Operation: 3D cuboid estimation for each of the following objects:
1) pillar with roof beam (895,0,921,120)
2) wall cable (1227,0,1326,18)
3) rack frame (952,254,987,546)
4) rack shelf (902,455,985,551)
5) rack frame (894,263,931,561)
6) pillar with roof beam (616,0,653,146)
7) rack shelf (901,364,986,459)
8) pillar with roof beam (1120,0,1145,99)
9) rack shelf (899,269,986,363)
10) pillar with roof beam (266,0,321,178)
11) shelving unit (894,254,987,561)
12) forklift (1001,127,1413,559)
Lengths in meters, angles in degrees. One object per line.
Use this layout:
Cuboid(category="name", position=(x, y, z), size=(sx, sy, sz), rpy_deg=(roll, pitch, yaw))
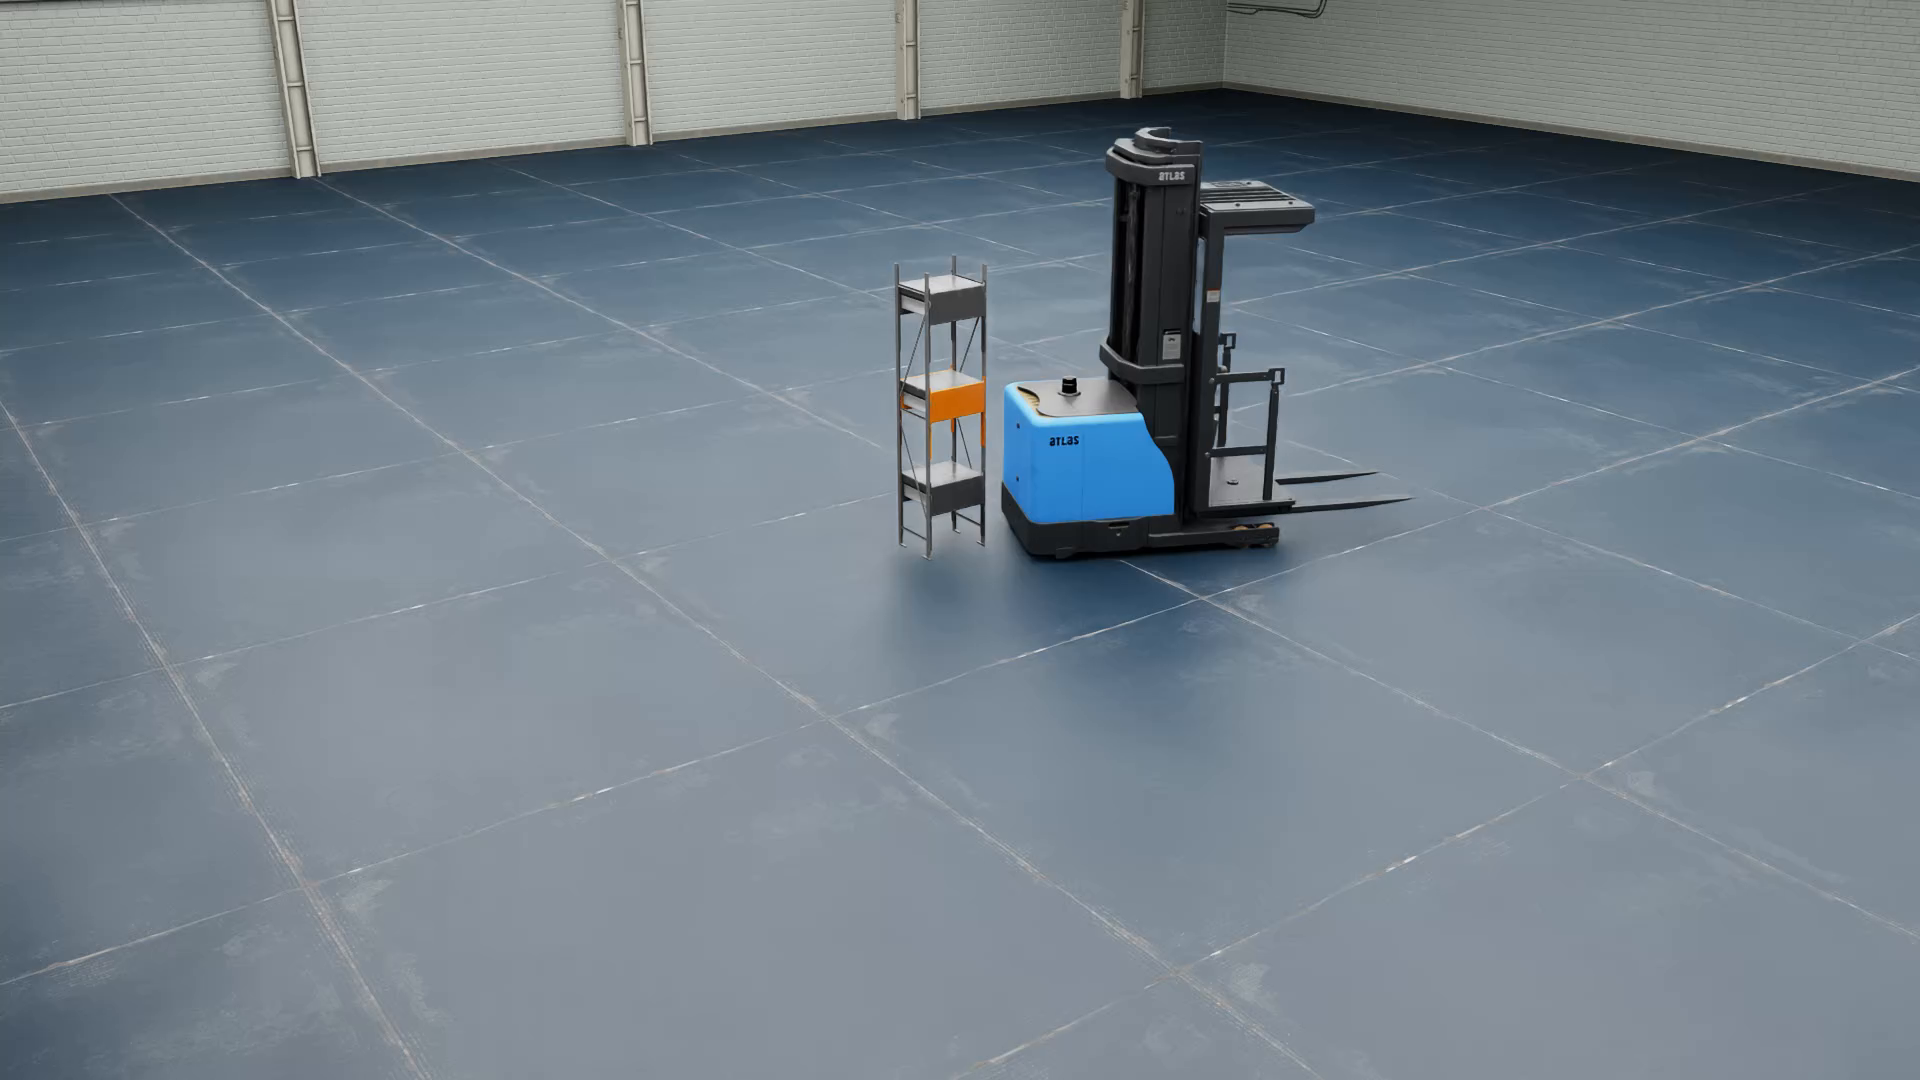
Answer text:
Cuboid(category="pillar with roof beam", position=(1.464, -11.494, 29.058), size=(0.400, 9.000, 9.100), rpy_deg=(-15, 26, -33))
Cuboid(category="wall cable", position=(6.984, -12.885, 36.735), size=(0.112, 2.526, 3.097), rpy_deg=(-15, 26, -33))
Cuboid(category="rack frame", position=(0.064, -0.992, 12.050), size=(0.015, 2.100, 0.400), rpy_deg=(-15, 26, -33))
Cuboid(category="rack shelf", position=(-0.134, -0.277, 12.182), size=(0.480, 0.518, 0.431), rpy_deg=(-15, 26, -33))
Cuboid(category="rack frame", position=(-0.332, -0.887, 11.785), size=(0.015, 2.100, 0.400), rpy_deg=(-15, 26, -33))
Cuboid(category="pillar with roof beam", position=(-3.407, -10.195, 25.804), size=(0.400, 9.000, 9.100), rpy_deg=(-15, 26, -33))
Cuboid(category="rack shelf", position=(-0.134, -0.927, 11.922), size=(0.480, 0.518, 0.431), rpy_deg=(-15, 26, -33))
Cuboid(category="pillar with roof beam", position=(6.334, -12.792, 32.313), size=(0.400, 9.000, 9.100), rpy_deg=(-15, 26, -33))
Cuboid(category="rack shelf", position=(-0.134, -1.577, 11.663), size=(0.480, 0.518, 0.431), rpy_deg=(-15, 26, -33))
Cuboid(category="pillar with roof beam", position=(-8.277, -8.896, 22.549), size=(0.400, 9.000, 9.100), rpy_deg=(-15, 26, -33))
Cuboid(category="shelving unit", position=(-0.134, -0.939, 11.917), size=(0.503, 2.100, 0.431), rpy_deg=(-15, 26, -33))
Cuboid(category="forklift", position=(1.887, -1.481, 12.154), size=(3.031, 2.935, 1.130), rpy_deg=(-4, 22, -11))
